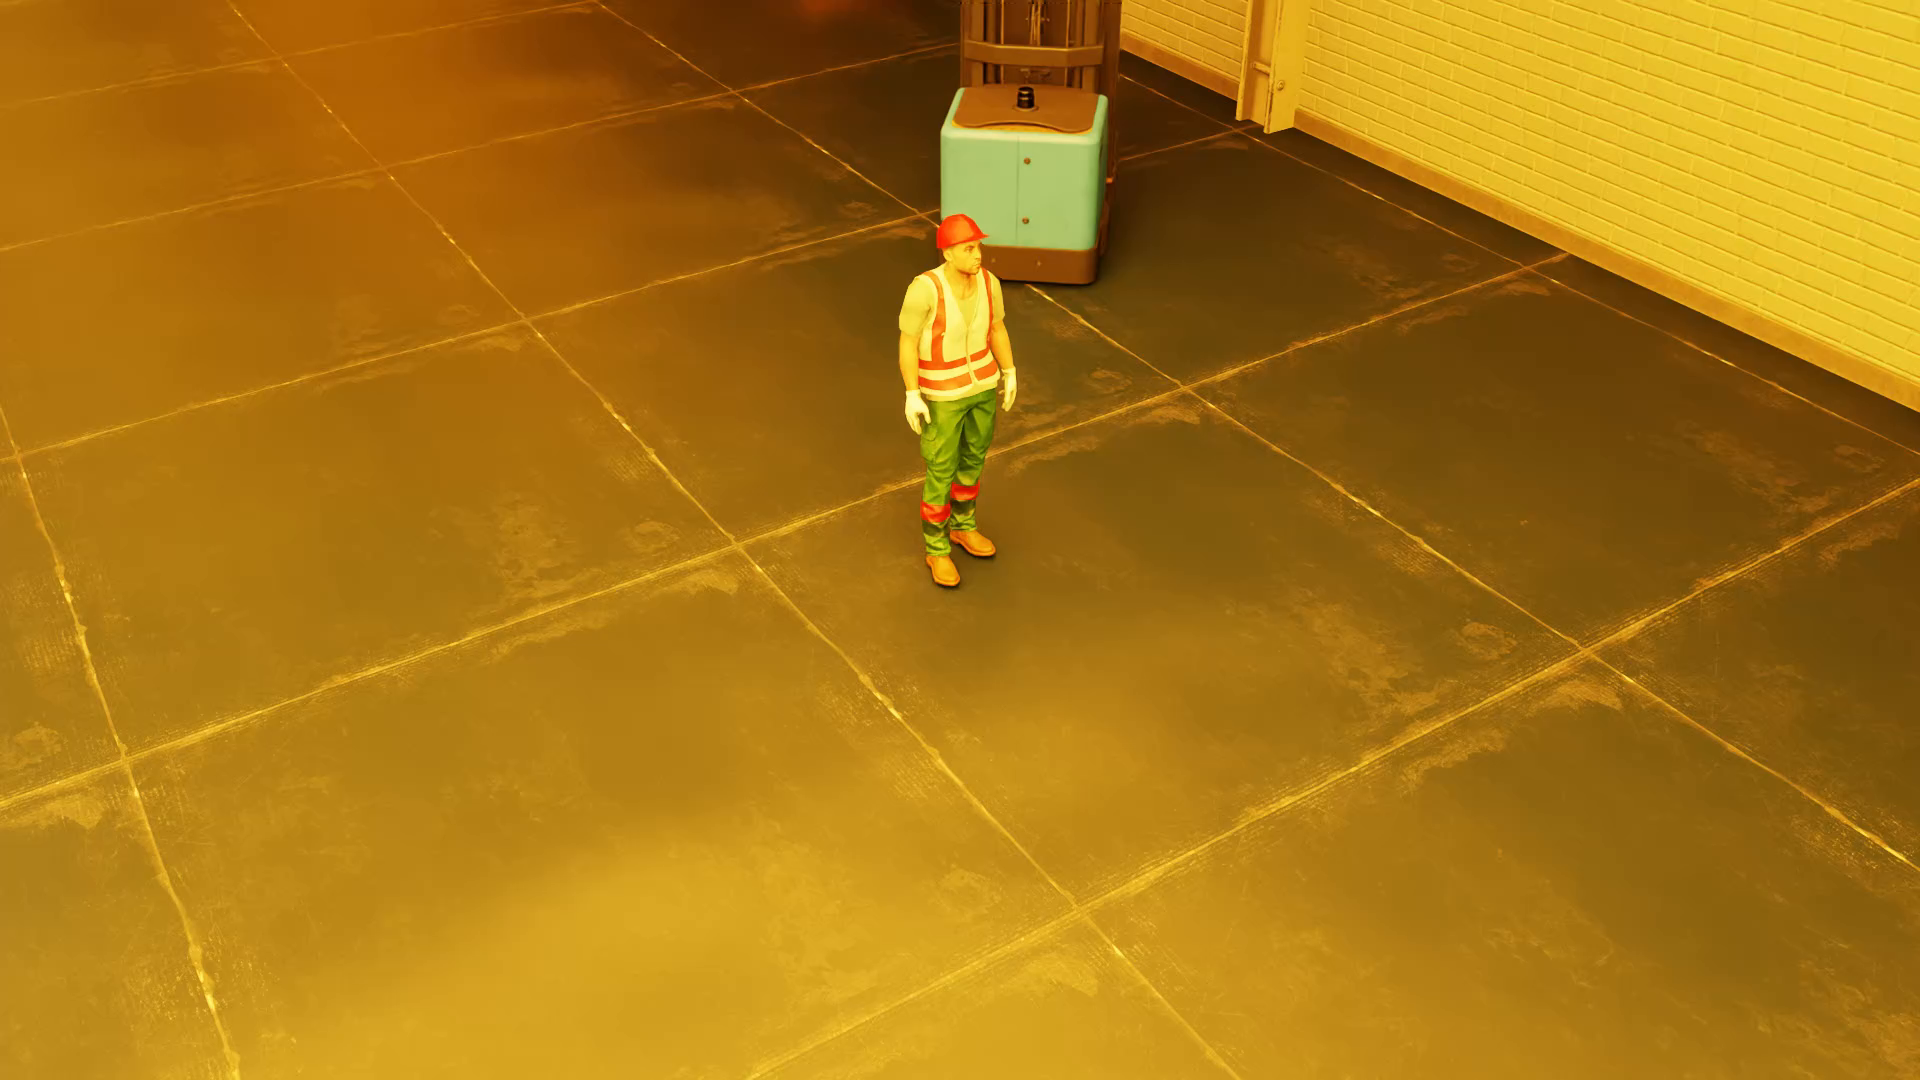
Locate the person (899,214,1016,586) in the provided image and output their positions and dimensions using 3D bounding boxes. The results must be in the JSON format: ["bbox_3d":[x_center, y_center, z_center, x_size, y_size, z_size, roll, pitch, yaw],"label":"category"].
[{"bbox_3d":[0.035,-0.695,8.119,0.638,1.789,0.562,-21,40,-27],"label":"person"}]

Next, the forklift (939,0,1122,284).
[{"bbox_3d":[0.582,-3.724,11.447,1.130,2.935,3.031,5,35,7],"label":"forklift"}]
